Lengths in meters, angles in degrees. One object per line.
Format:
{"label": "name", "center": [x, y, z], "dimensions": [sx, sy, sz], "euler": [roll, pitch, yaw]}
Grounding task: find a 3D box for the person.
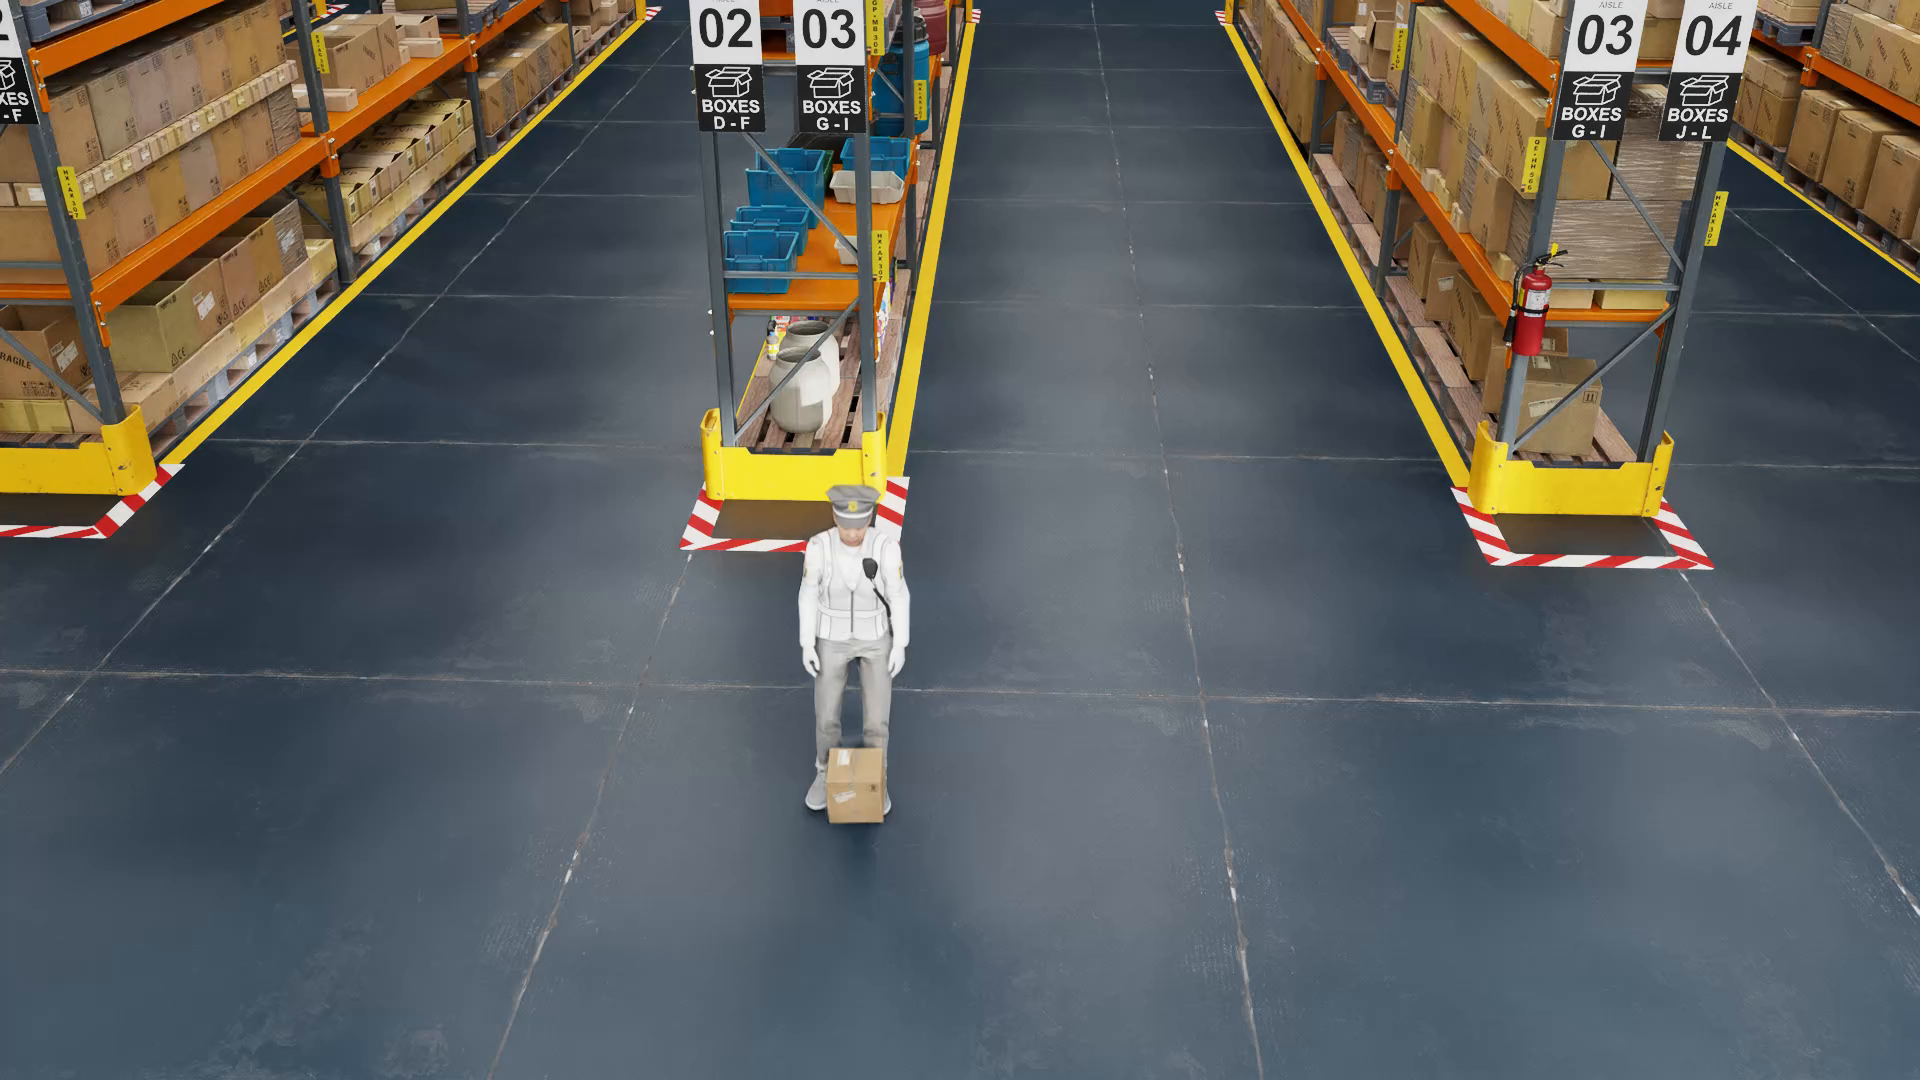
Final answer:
{"label": "person", "center": [-0.487, 0.495, 7.690], "dimensions": [0.513, 1.665, 0.412], "euler": [0, 28, 0]}
